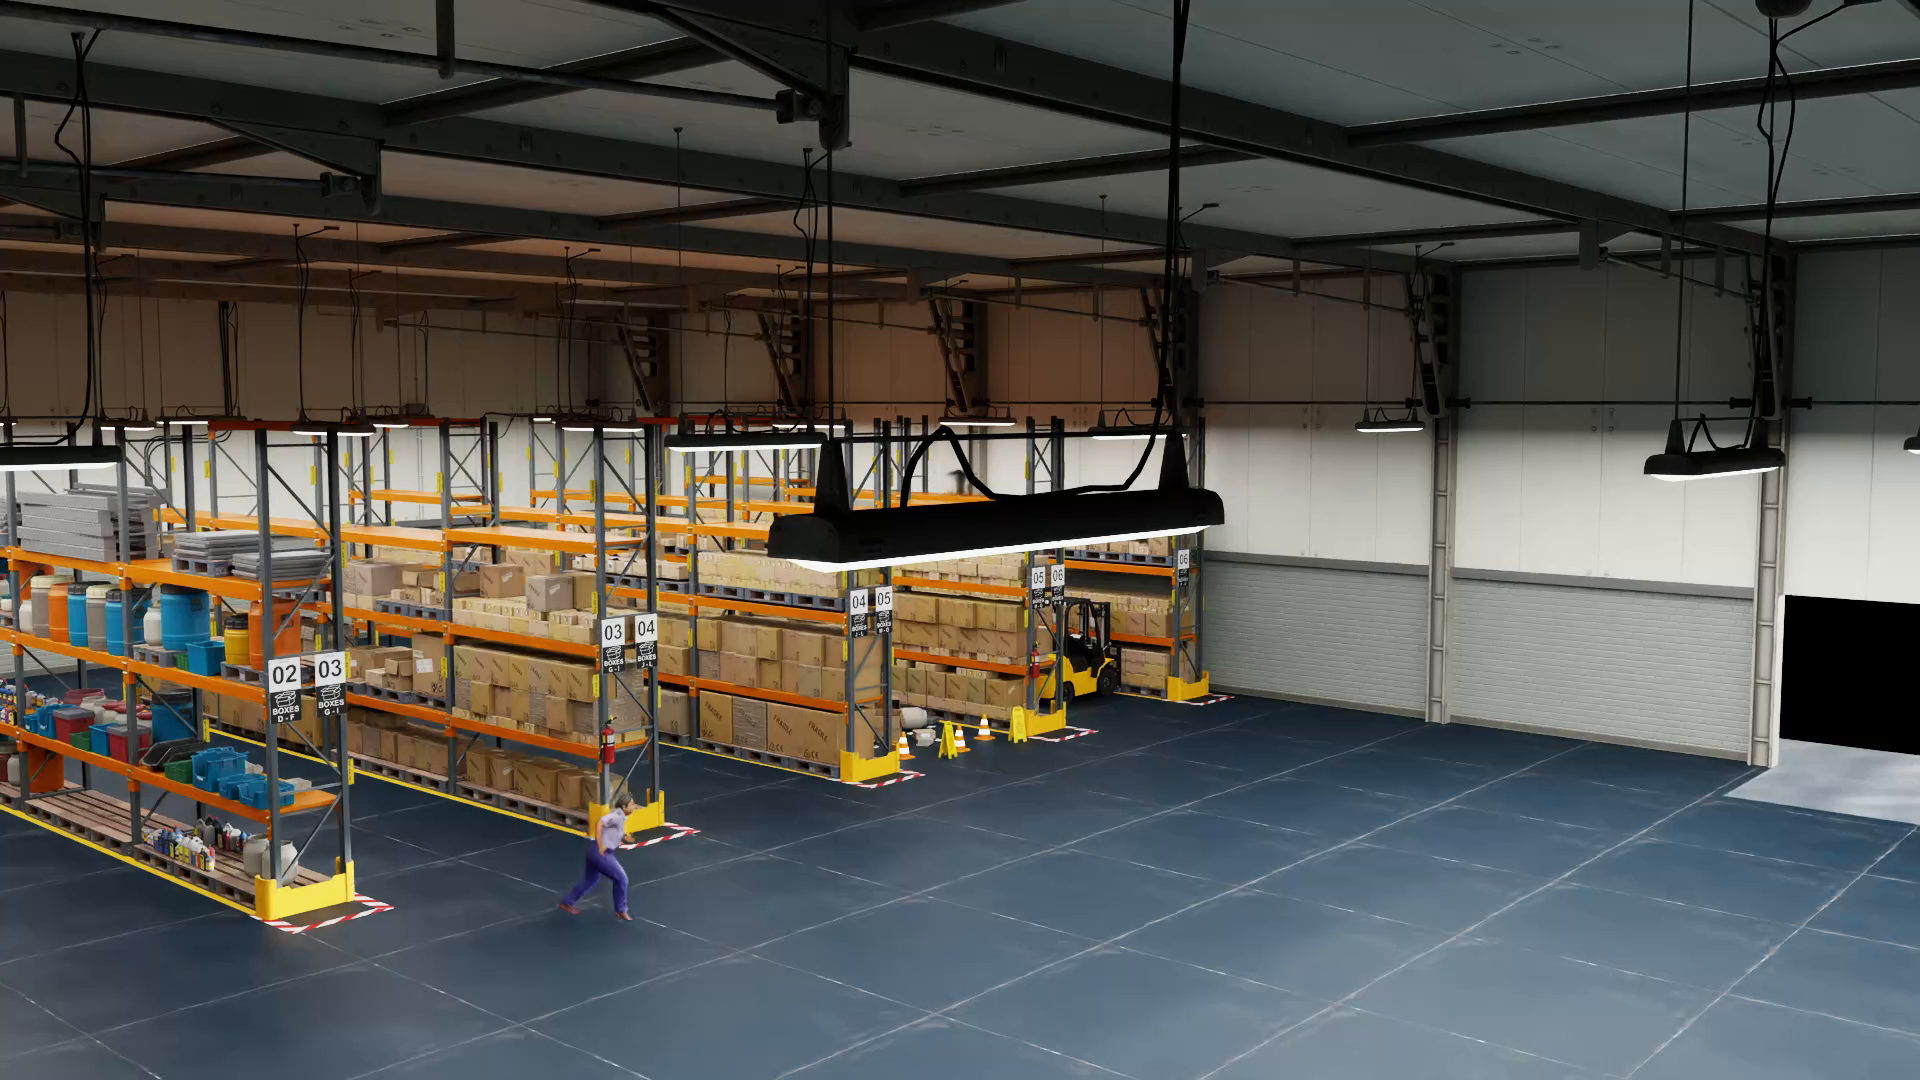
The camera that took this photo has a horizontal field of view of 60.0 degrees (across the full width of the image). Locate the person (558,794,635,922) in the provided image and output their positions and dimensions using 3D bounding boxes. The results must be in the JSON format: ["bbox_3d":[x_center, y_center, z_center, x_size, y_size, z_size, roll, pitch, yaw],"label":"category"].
[{"bbox_3d":[-4.419,3.902,20.218,0.941,1.614,0.651,-1,5,-6],"label":"person"}]
